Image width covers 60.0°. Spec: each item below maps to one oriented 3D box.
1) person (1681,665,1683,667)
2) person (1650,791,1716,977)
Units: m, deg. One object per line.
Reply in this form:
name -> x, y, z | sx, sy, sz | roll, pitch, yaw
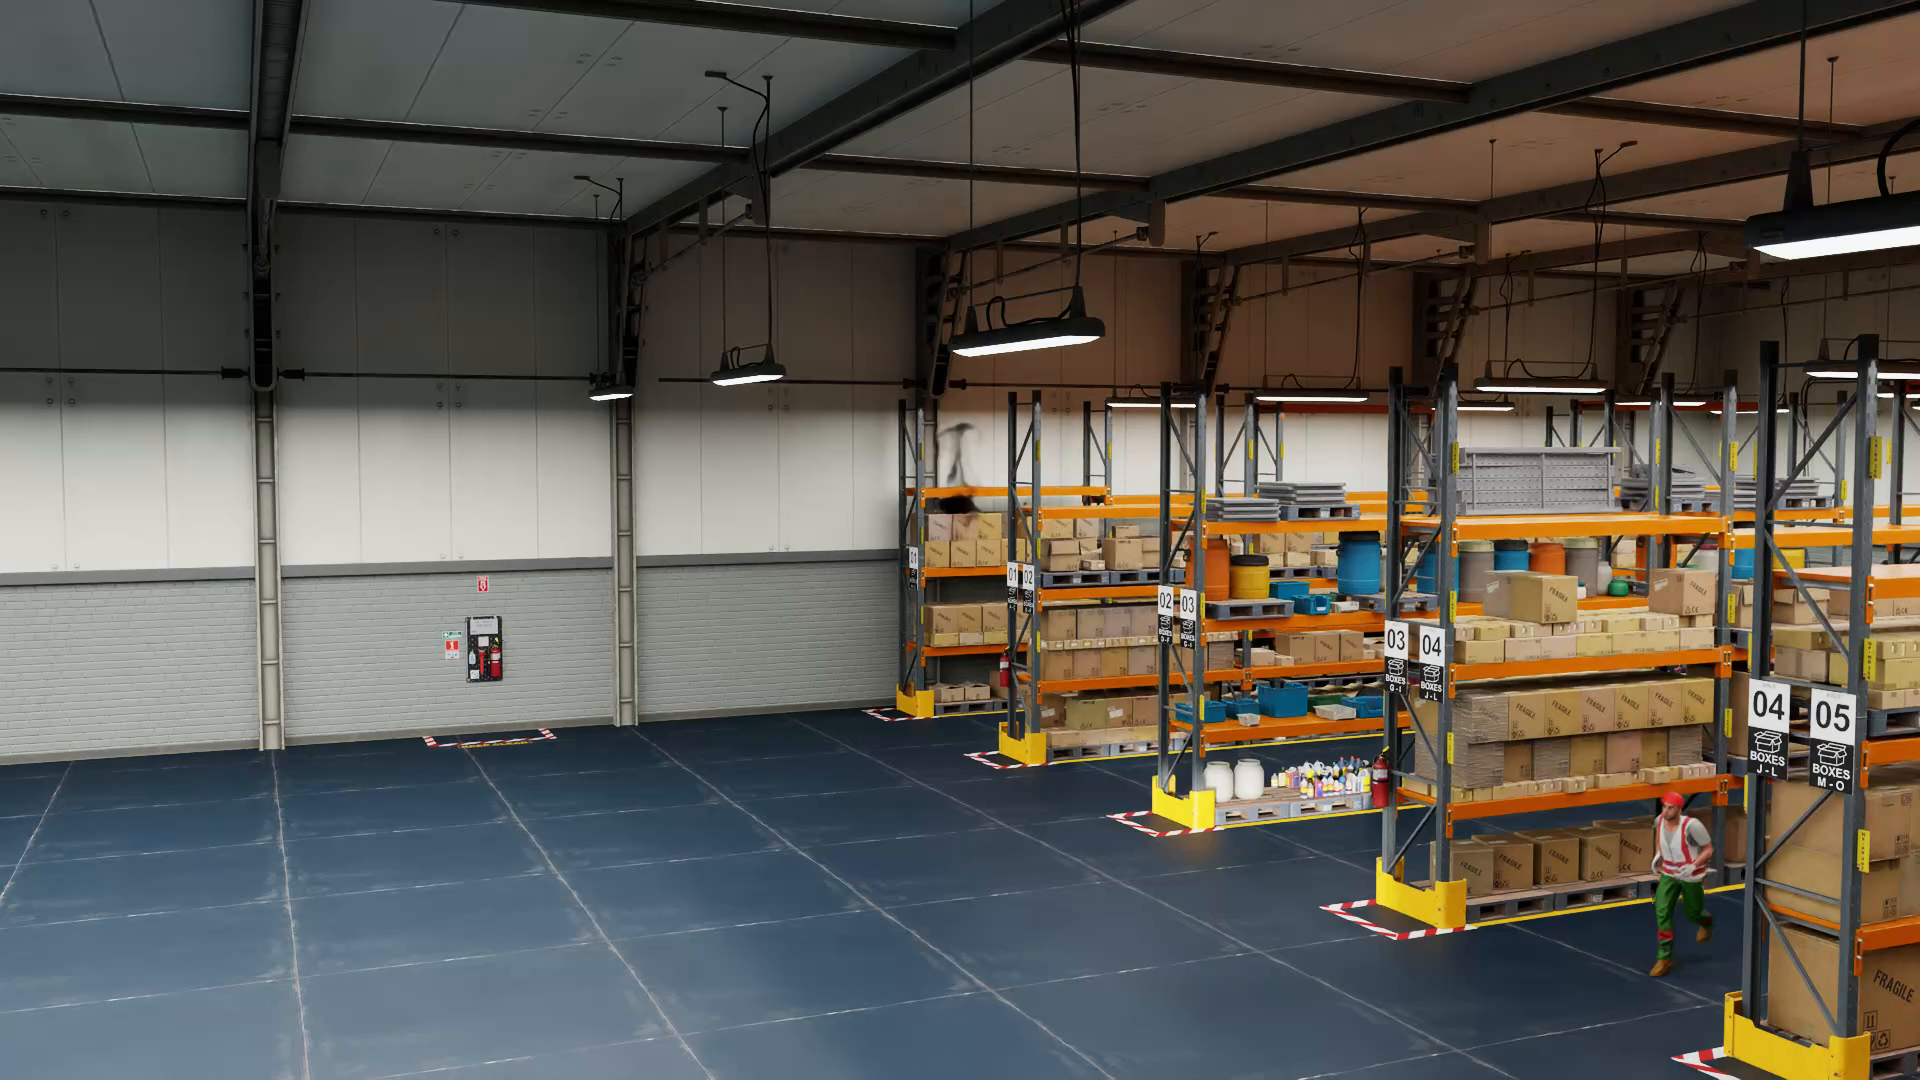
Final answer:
person -> 12.572, 2.637, 28.558 | 0.680, 1.732, 0.701 | -1, 4, -20
person -> 7.134, 3.330, 16.387 | 1.121, 1.771, 0.659 | -3, 4, -39
